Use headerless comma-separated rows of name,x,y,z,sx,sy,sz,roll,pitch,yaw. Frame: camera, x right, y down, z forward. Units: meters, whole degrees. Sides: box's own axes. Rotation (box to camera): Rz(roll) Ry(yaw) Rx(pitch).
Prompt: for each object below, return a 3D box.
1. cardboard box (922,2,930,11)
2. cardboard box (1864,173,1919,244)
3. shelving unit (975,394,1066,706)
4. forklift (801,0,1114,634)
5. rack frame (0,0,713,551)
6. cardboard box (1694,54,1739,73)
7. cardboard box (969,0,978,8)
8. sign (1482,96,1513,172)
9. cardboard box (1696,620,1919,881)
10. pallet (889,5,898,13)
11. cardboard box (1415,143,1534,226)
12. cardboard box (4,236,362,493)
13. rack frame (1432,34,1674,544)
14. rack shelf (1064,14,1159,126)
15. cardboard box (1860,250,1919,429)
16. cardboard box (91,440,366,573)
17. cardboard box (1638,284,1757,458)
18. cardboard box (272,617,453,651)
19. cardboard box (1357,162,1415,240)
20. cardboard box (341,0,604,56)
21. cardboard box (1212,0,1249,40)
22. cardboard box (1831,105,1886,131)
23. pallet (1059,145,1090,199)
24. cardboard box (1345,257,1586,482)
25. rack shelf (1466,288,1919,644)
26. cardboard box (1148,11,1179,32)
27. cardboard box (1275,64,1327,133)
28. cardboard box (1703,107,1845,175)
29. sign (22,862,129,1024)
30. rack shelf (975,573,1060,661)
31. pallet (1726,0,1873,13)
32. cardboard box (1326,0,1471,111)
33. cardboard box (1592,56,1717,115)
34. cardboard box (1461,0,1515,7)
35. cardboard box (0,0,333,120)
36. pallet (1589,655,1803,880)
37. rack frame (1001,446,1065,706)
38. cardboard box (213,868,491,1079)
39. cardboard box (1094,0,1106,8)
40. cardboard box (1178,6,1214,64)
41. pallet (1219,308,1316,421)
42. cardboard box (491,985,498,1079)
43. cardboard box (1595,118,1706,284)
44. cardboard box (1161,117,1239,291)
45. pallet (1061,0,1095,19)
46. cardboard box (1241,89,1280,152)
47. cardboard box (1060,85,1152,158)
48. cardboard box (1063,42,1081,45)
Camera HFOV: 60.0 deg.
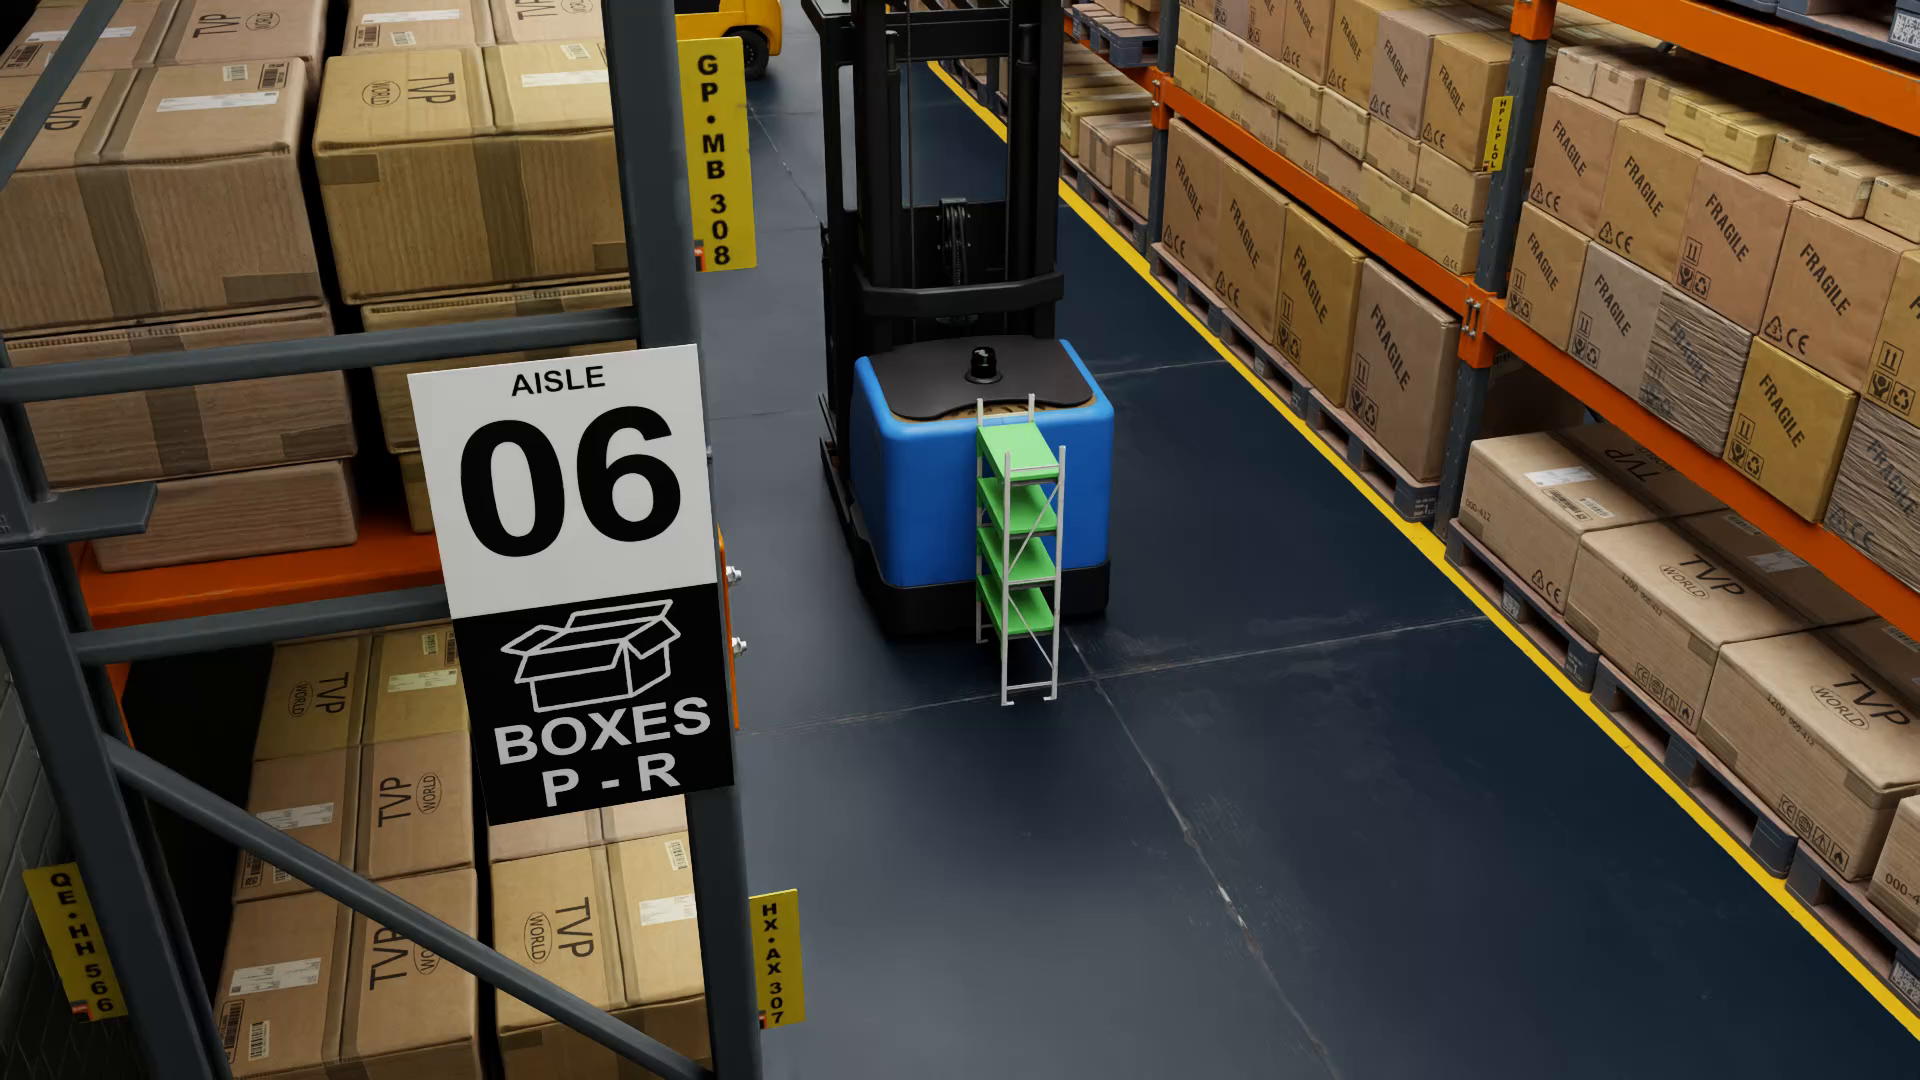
cardboard box,-0.093,-5.224,16.607,0.500,0.250,0.500,-6,31,-10
cardboard box,3.189,-1.082,5.380,0.380,0.149,0.250,-7,31,-12
shelving unit,0.241,0.048,6.970,0.258,1.200,0.503,-6,31,-10
forklift,-0.130,-1.574,8.043,1.130,2.935,3.031,-6,31,-10
rack frame,-0.864,-1.375,1.643,1.000,3.000,0.127,-8,31,-13
cardboard box,3.213,-1.881,6.760,0.380,0.149,0.250,-7,31,-12
cardboard box,0.320,-4.803,15.130,0.500,0.500,0.500,-8,31,-14
sign,2.339,-1.763,7.224,0.100,0.325,0.005,-8,31,-13
cardboard box,3.398,0.740,6.116,0.875,0.438,0.875,-7,31,-12
pallet,-0.124,-5.528,17.589,1.003,0.211,1.213,-8,31,-13
cardboard box,2.508,-1.705,7.852,0.500,0.250,0.500,-8,31,-13
cardboard box,-1.244,-0.320,2.666,0.500,0.250,0.500,-8,31,-14
rack frame,2.859,-1.373,7.627,1.000,3.000,0.127,-8,31,-13
rack shelf,1.267,-3.959,12.814,1.077,0.370,4.000,-8,31,-13
cardboard box,3.268,-0.606,5.204,0.500,0.500,0.500,-8,31,-14
cardboard box,-1.172,-0.092,2.671,0.380,0.149,0.250,-7,31,-12
cardboard box,2.987,-0.670,6.313,0.500,0.500,0.500,-8,31,-13
cardboard box,-1.643,0.229,4.713,0.500,0.250,0.500,-8,31,-13
cardboard box,2.363,-1.737,8.406,0.500,0.250,0.500,-8,31,-14
cardboard box,-0.856,-0.853,3.089,0.500,0.250,0.500,-8,31,-14
cardboard box,1.834,-3.272,9.810,0.500,0.500,0.500,-8,31,-13
cardboard box,3.456,-1.523,6.142,0.380,0.149,0.250,-8,31,-14
pallet,1.271,-3.063,13.332,1.003,0.211,1.213,-8,31,-13
cardboard box,2.617,-0.924,8.553,0.875,0.875,0.875,-7,31,-12
rack shelf,3.390,-0.095,6.138,1.077,0.370,4.000,-8,31,-13
cardboard box,1.484,-3.505,11.142,0.380,0.149,0.250,-7,31,-11
cardboard box,2.072,-2.440,9.121,0.500,0.250,0.500,-7,31,-12
cardboard box,2.934,-1.443,6.003,0.380,0.149,0.250,-9,31,-15
sign,-1.404,0.647,2.666,0.100,0.325,0.005,-8,31,-13
rack shelf,0.241,0.311,7.122,0.258,0.148,0.480,-6,31,-10
pallet,3.066,-2.236,6.213,1.003,0.211,1.213,-8,31,-13
cardboard box,2.238,-2.527,8.524,0.500,0.500,0.500,-7,31,-12
cardboard box,2.776,-1.821,6.656,0.380,0.149,0.250,-7,31,-13
cardboard box,2.727,-2.584,8.622,0.500,0.500,0.500,-9,31,-15
cardboard box,-1.388,-0.786,2.973,0.500,0.250,0.500,-9,31,-15
pallet,3.313,0.802,6.653,1.003,0.211,1.213,-8,31,-13
rack frame,0.292,0.167,6.763,0.240,1.200,0.015,-6,31,-10
cardboard box,-1.242,0.970,3.432,0.500,0.250,0.500,-7,31,-12
cardboard box,1.174,-3.863,11.761,0.380,0.149,0.250,-9,31,-16
cardboard box,1.694,-3.178,10.398,0.500,0.250,0.500,-8,31,-14
pallet,2.254,-1.119,9.972,1.003,0.211,1.213,-8,31,-13
cardboard box,-1.219,1.075,3.650,0.380,0.149,0.250,-7,31,-12
cardboard box,2.880,-1.342,6.476,0.500,0.500,0.500,-8,31,-14
cardboard box,1.901,-2.222,10.797,0.875,0.875,0.875,-8,31,-14
pallet,1.233,-4.172,12.655,1.003,0.211,1.213,-8,31,-13
cardboard box,1.972,-2.470,9.673,0.500,0.250,0.500,-7,31,-12
cardboard box,1.258,-3.346,13.240,0.950,0.372,0.625,-7,31,-12
cardboard box,0.840,-4.549,15.441,0.500,0.250,0.500,-9,31,-16
